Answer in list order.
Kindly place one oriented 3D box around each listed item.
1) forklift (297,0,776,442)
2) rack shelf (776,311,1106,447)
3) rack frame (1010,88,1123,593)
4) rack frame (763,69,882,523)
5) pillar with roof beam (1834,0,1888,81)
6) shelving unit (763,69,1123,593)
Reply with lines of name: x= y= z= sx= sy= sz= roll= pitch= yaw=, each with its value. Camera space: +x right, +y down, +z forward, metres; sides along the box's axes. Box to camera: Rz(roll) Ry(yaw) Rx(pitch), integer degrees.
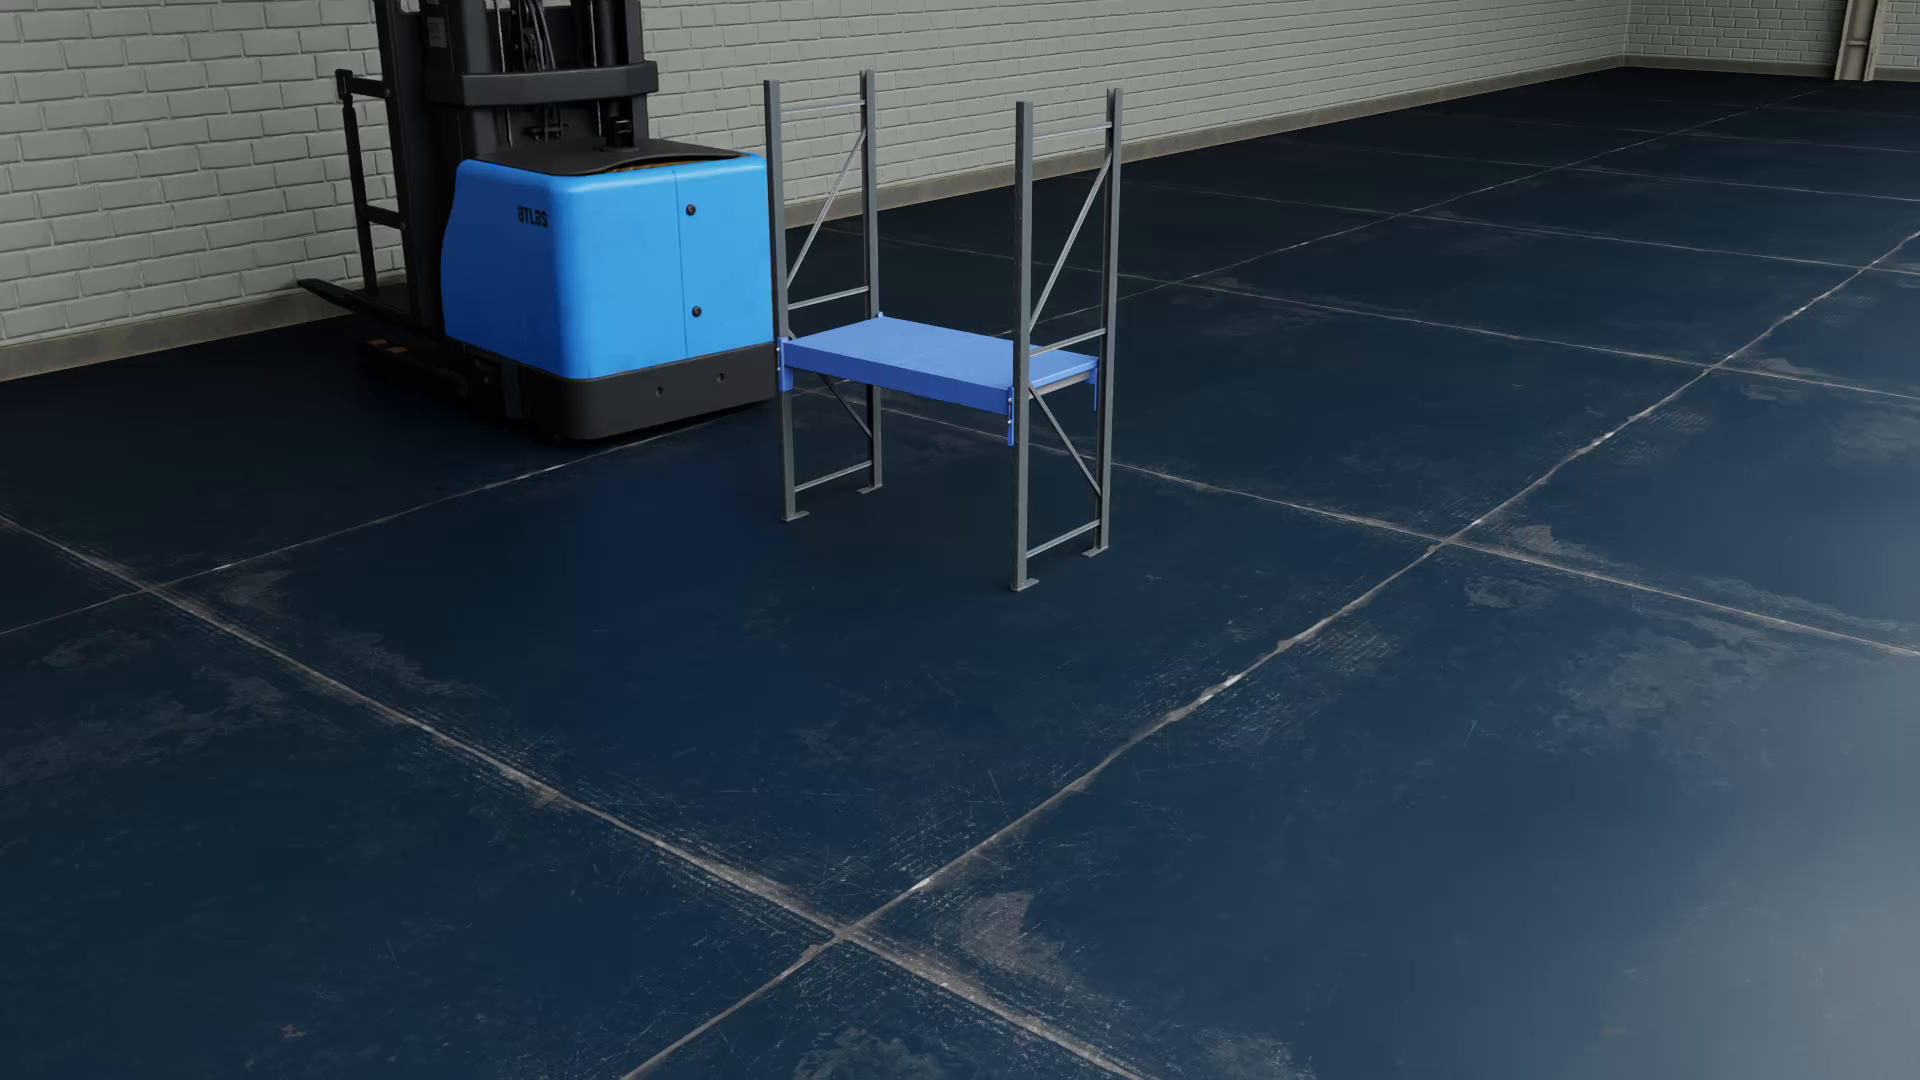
forklift: x=-2.138 y=-2.194 z=7.333 sx=1.130 sy=2.935 sz=3.031 roll=-19 pitch=27 yaw=-40
rack shelf: x=-0.066 y=-0.552 z=5.517 sx=1.000 sy=0.185 sz=0.538 roll=16 pitch=26 yaw=36
rack frame: x=0.328 y=-0.607 z=5.153 sx=0.032 sy=1.500 sz=0.500 roll=16 pitch=26 yaw=36
rack frame: x=-0.460 y=-0.834 z=5.755 sx=0.032 sy=1.500 sz=0.500 roll=16 pitch=26 yaw=36
pillar with roof beam: x=8.739 y=-8.941 z=16.626 sx=0.400 sy=9.000 sz=9.100 roll=16 pitch=26 yaw=36
shelving unit: x=-0.066 y=-0.721 z=5.454 sx=1.048 sy=1.500 sz=0.538 roll=16 pitch=26 yaw=36
